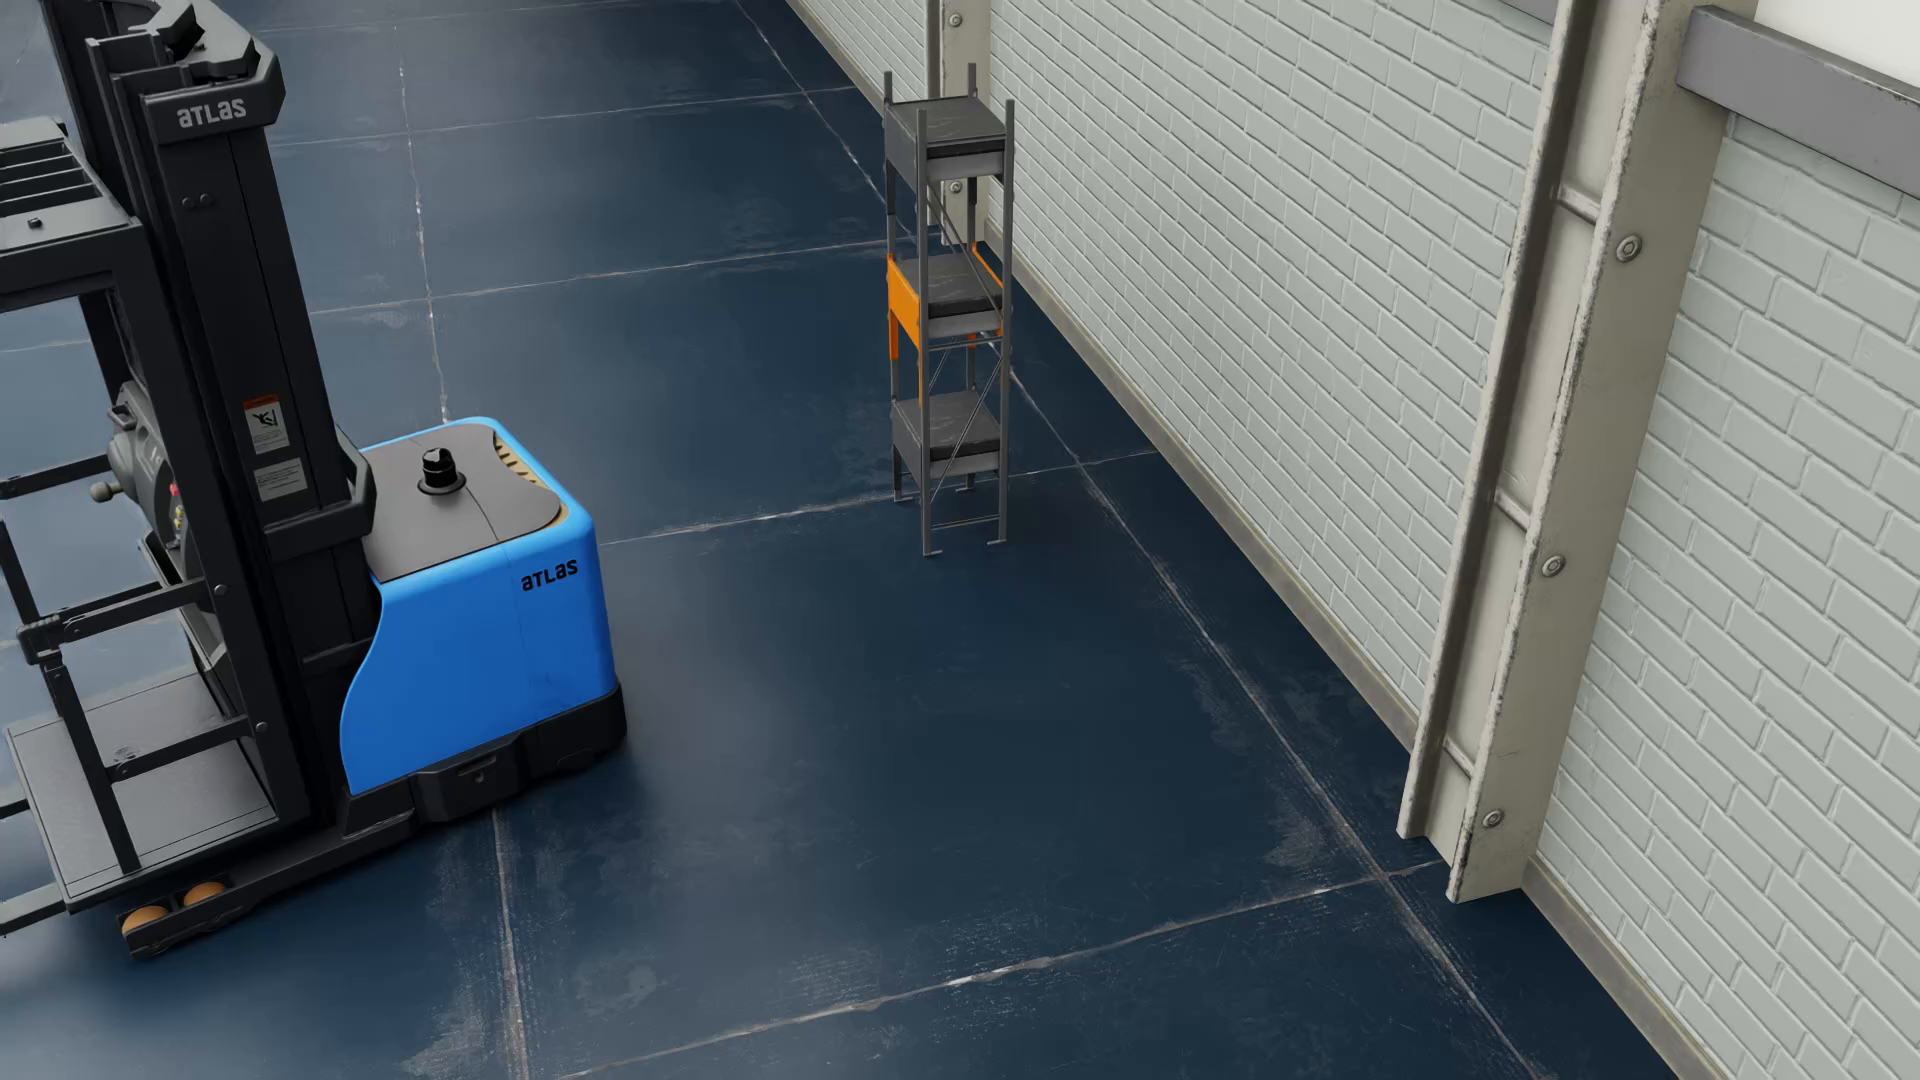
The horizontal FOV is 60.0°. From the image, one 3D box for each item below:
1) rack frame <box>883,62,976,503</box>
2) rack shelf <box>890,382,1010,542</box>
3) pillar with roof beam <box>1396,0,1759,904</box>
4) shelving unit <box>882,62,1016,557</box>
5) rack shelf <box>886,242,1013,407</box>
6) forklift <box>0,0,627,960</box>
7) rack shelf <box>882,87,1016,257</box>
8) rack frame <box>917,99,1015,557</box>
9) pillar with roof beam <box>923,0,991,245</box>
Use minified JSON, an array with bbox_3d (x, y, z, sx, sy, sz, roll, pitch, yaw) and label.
[{"bbox_3d":[-0.125,-1.091,7.497,0.400,2.100,0.015,-10,35,-15],"label":"rack frame"},{"bbox_3d":[-0.051,-0.368,7.696,0.431,0.518,0.480,-10,35,-15],"label":"rack shelf"},{"bbox_3d":[-2.287,-1.886,2.441,9.100,9.000,0.400,-10,35,-15],"label":"pillar with roof beam"},{"bbox_3d":[-0.051,-0.963,7.303,0.431,2.100,0.503,-10,35,-15],"label":"shelving unit"},{"bbox_3d":[-0.051,-0.952,7.310,0.431,0.518,0.480,-10,35,-15],"label":"rack shelf"},{"bbox_3d":[-2.794,-0.150,5.318,3.031,2.935,1.130,-21,39,-29],"label":"forklift"},{"bbox_3d":[-0.051,-1.536,6.924,0.431,0.518,0.480,-10,35,-15],"label":"rack shelf"},{"bbox_3d":[0.024,-0.835,7.109,0.400,2.100,0.015,-10,35,-15],"label":"rack frame"},{"bbox_3d":[-4.117,-5.036,7.208,9.100,9.000,0.400,-10,35,-15],"label":"pillar with roof beam"}]
